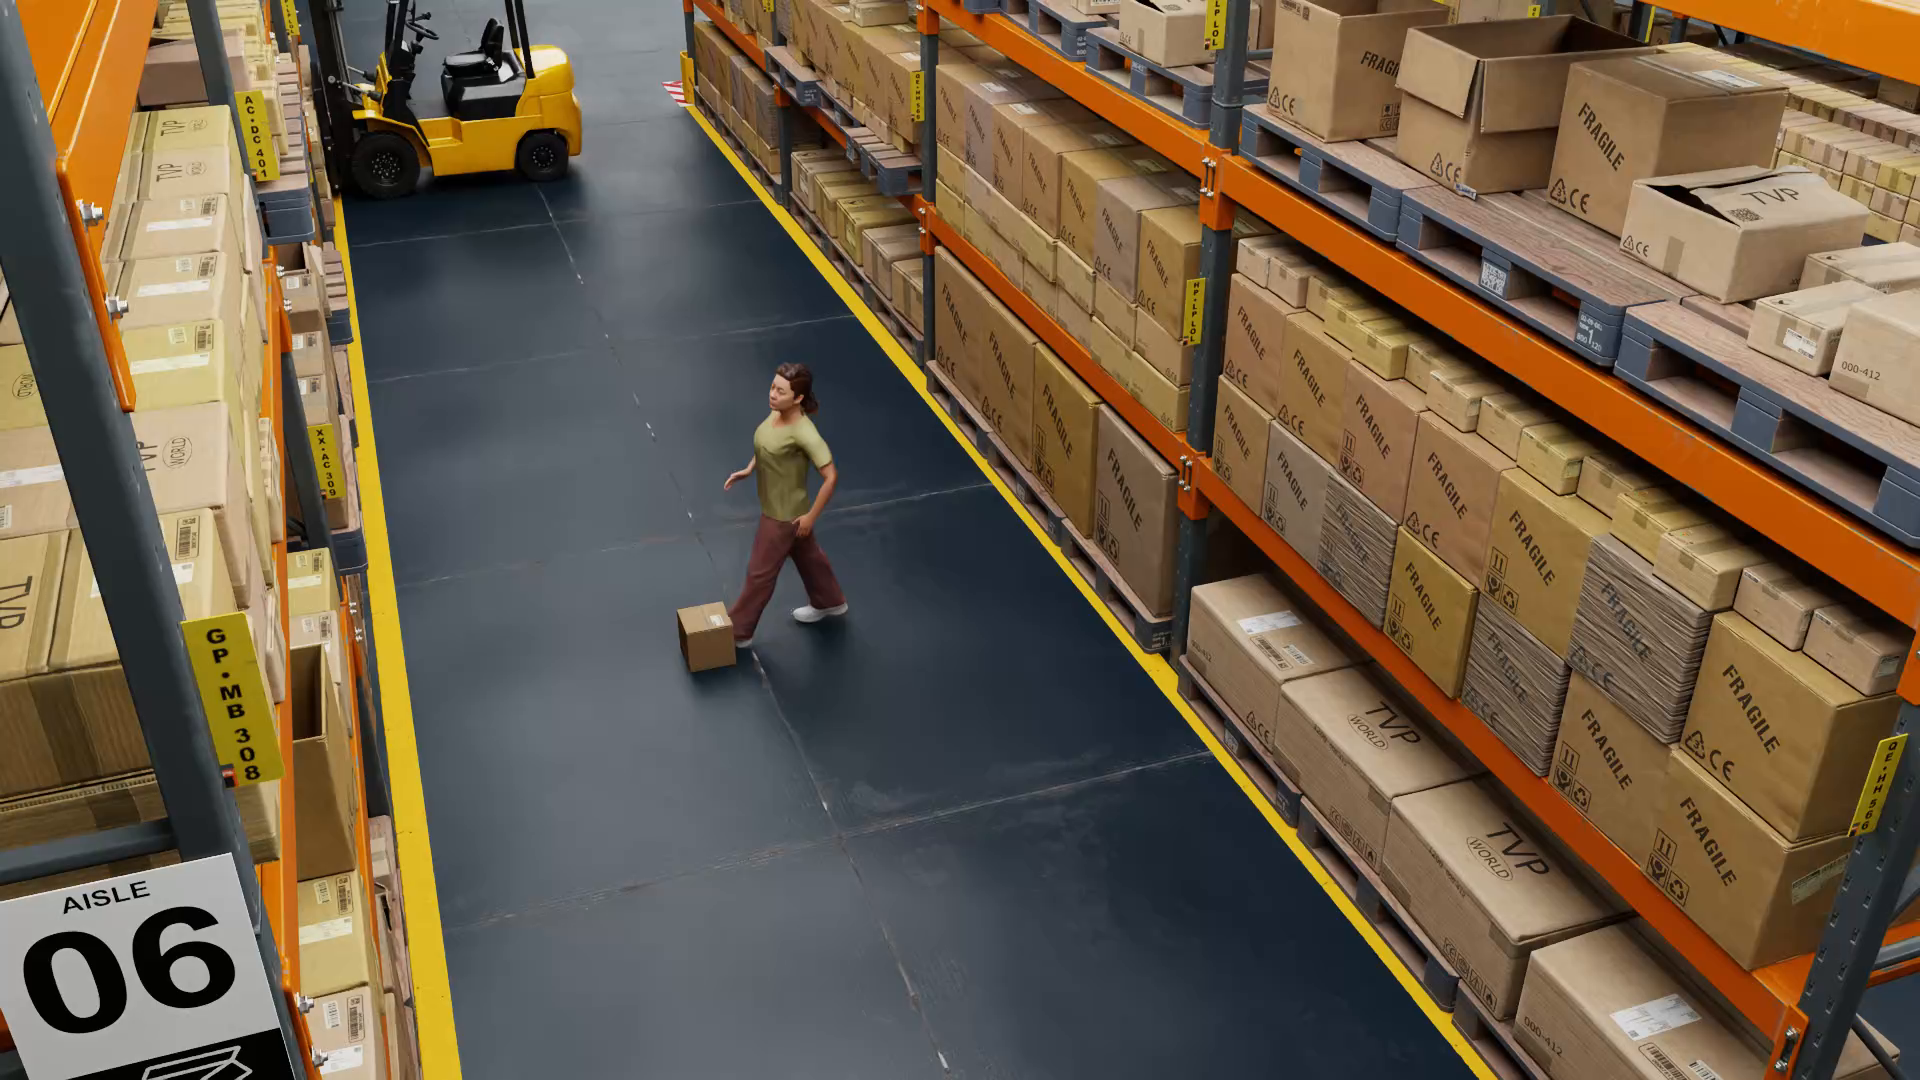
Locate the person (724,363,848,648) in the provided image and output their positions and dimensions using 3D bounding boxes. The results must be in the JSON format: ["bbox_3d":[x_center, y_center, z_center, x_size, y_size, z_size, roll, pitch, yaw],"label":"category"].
[{"bbox_3d":[-1.005,-0.053,8.685,0.868,1.394,0.551,-7,31,-12],"label":"person"}]
